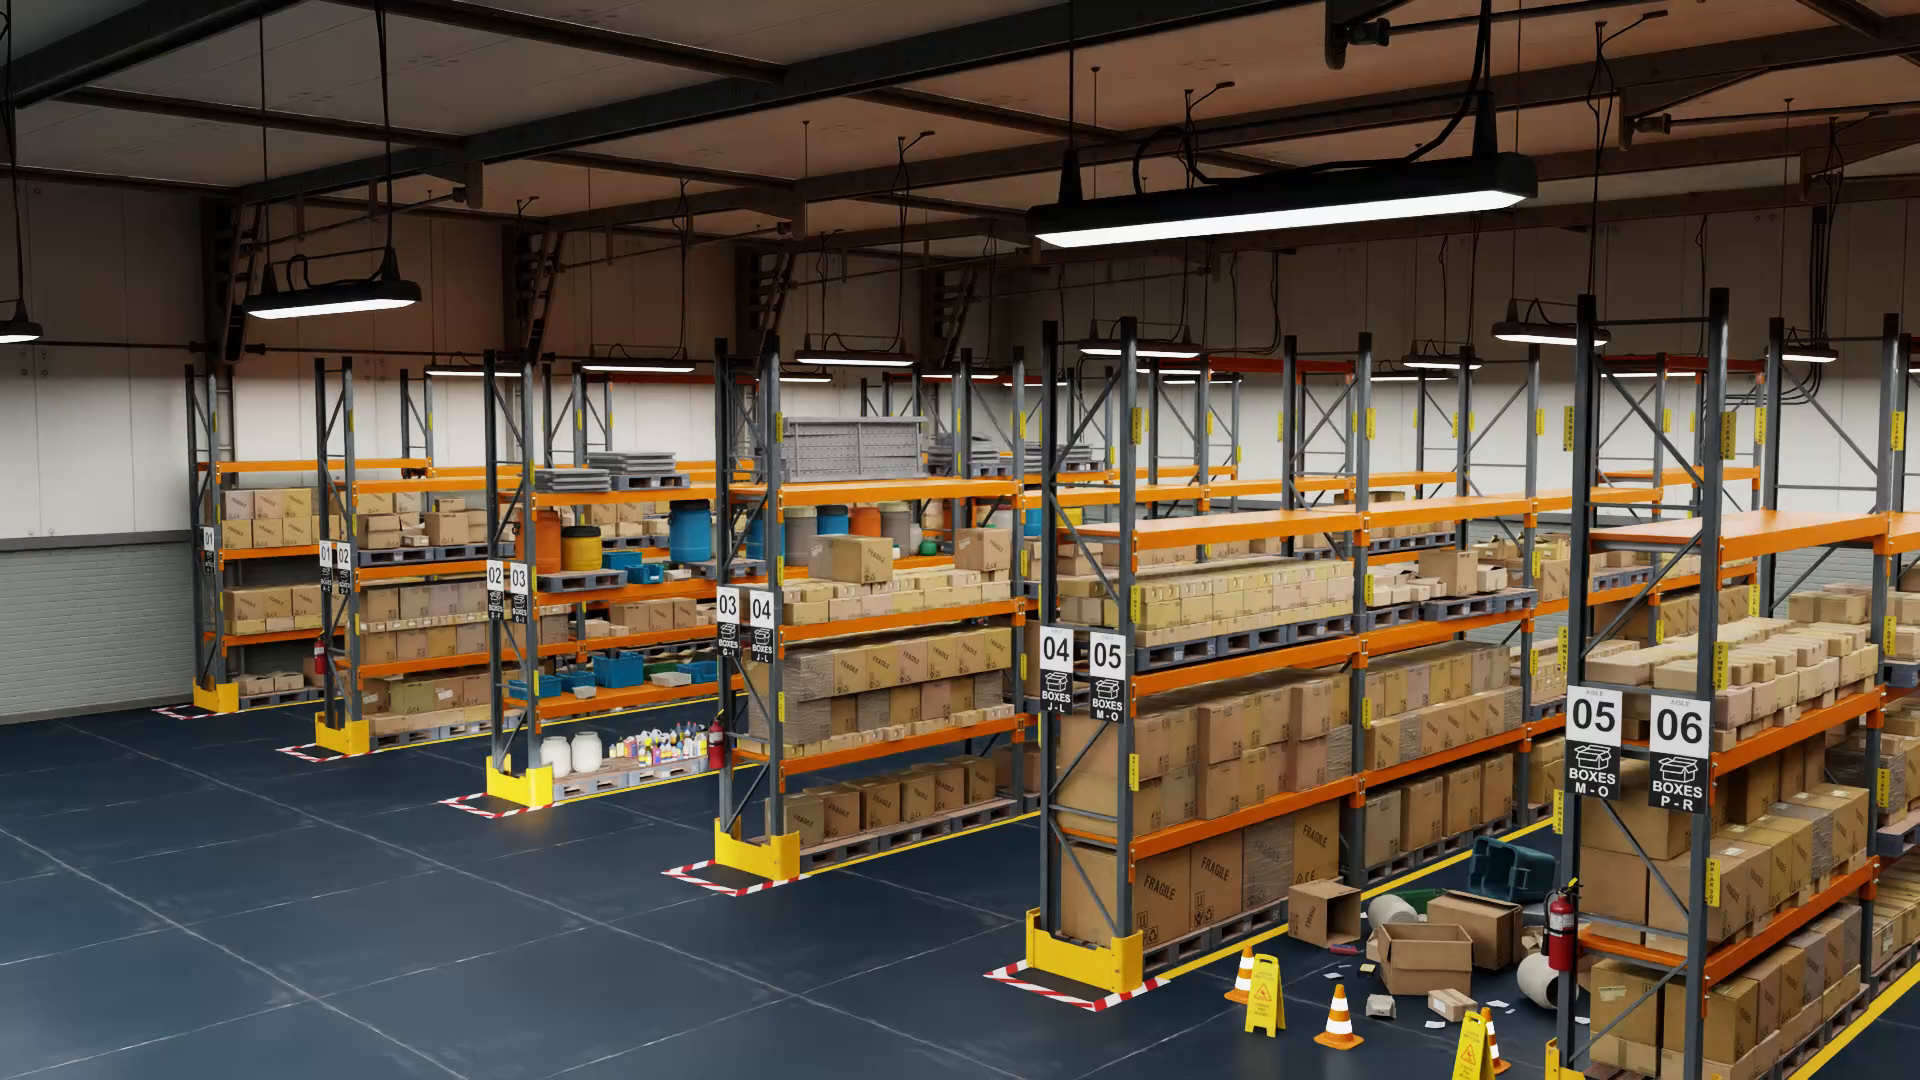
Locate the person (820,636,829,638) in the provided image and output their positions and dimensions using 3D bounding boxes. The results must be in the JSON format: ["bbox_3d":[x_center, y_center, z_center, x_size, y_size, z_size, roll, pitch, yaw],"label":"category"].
[{"bbox_3d":[-2.331,2.171,28.442,0.472,1.669,0.738,2,5,29],"label":"person"}]
